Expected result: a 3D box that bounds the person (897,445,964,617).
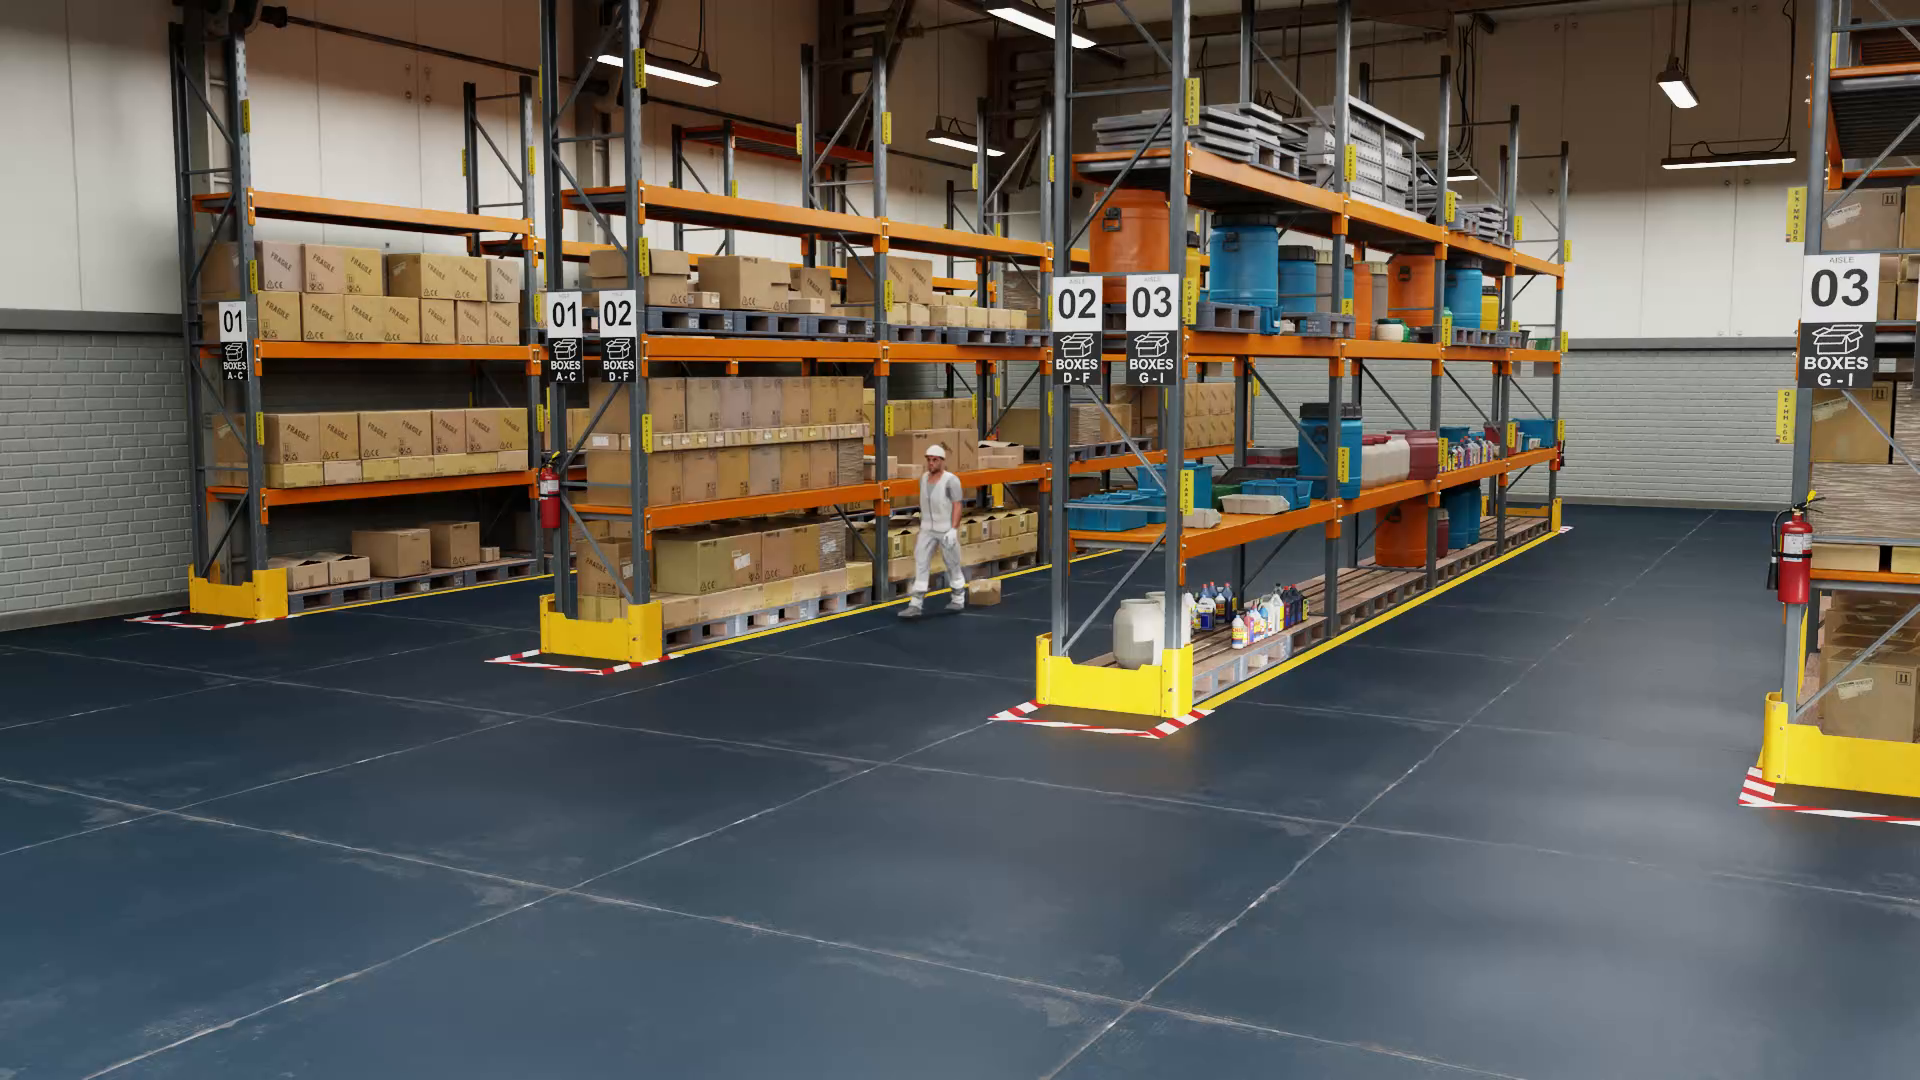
[{"bbox_3d":[-0.242,-0.102,16.865,0.577,1.721,1.008,3,7,28],"label":"person"}]
